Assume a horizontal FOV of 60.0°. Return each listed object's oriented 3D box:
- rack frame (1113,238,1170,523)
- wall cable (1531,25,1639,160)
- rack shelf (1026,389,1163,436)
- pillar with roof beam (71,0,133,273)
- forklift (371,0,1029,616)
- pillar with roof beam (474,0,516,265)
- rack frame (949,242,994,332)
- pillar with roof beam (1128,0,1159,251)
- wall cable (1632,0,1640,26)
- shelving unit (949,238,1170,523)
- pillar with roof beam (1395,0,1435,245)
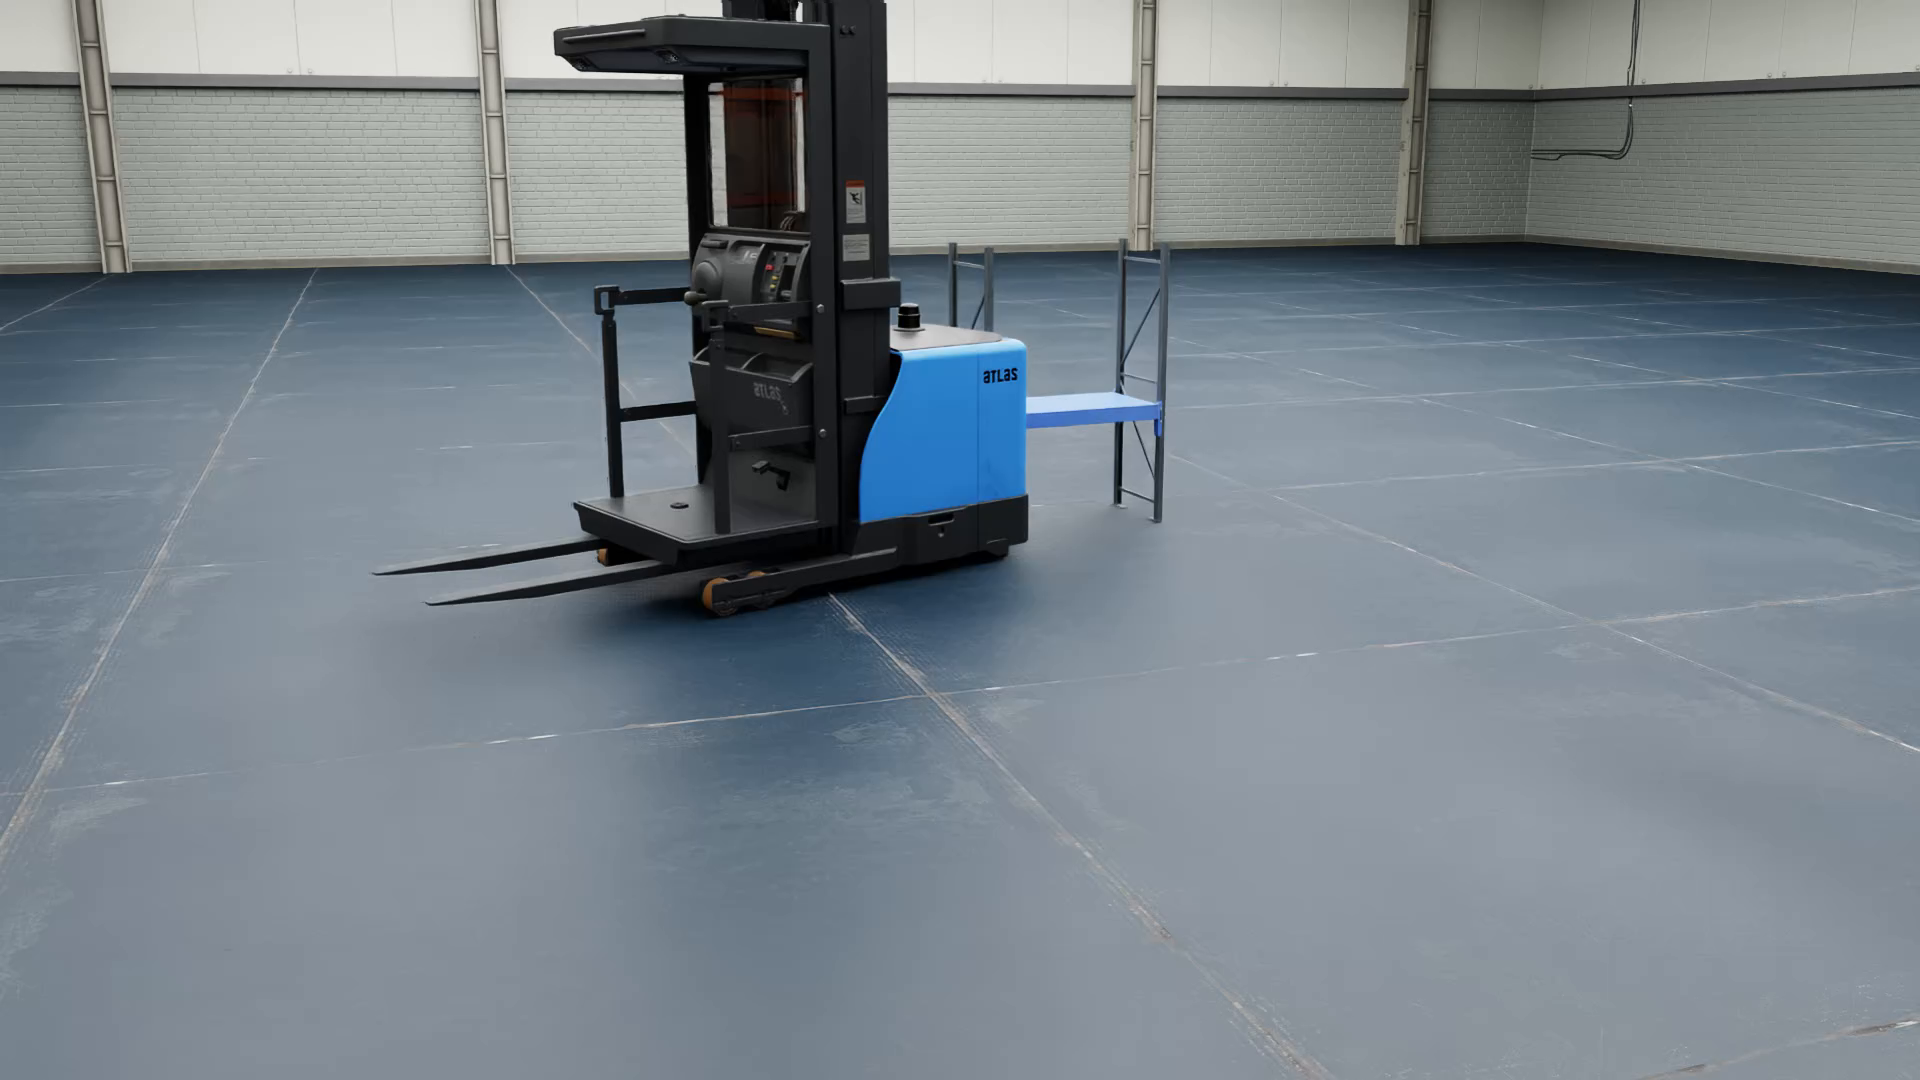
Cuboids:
[{"bbox_3d":[0.986,-0.878,9.095,0.032,1.500,0.500,-6,15,-23],"label":"rack frame"},{"bbox_3d":[12.408,-8.877,33.224,0.112,2.526,3.097,-4,14,-18],"label":"wall cable"},{"bbox_3d":[0.521,-0.656,8.939,1.000,0.185,0.538,-6,15,-23],"label":"rack shelf"},{"bbox_3d":[-12.180,-7.744,21.754,0.400,9.000,9.100,-4,14,-18],"label":"pillar with roof beam"},{"bbox_3d":[-1.127,-1.232,7.487,3.031,2.935,1.130,-10,17,-37],"label":"forklift"},{"bbox_3d":[-6.493,-8.187,23.616,0.400,9.000,9.100,-4,14,-18],"label":"pillar with roof beam"},{"bbox_3d":[0.055,-0.784,8.699,0.032,1.500,0.500,-6,15,-23],"label":"rack frame"},{"bbox_3d":[4.880,-9.073,27.339,0.400,9.000,9.100,-4,14,-18],"label":"pillar with roof beam"},{"bbox_3d":[13.270,-10.740,30.146,0.112,2.526,3.097,-4,14,-18],"label":"wall cable"},{"bbox_3d":[0.521,-0.831,8.897,1.048,1.500,0.538,-6,15,-23],"label":"shelving unit"},{"bbox_3d":[10.567,-9.516,29.201,0.400,9.000,9.100,-4,14,-18],"label":"pillar with roof beam"}]
